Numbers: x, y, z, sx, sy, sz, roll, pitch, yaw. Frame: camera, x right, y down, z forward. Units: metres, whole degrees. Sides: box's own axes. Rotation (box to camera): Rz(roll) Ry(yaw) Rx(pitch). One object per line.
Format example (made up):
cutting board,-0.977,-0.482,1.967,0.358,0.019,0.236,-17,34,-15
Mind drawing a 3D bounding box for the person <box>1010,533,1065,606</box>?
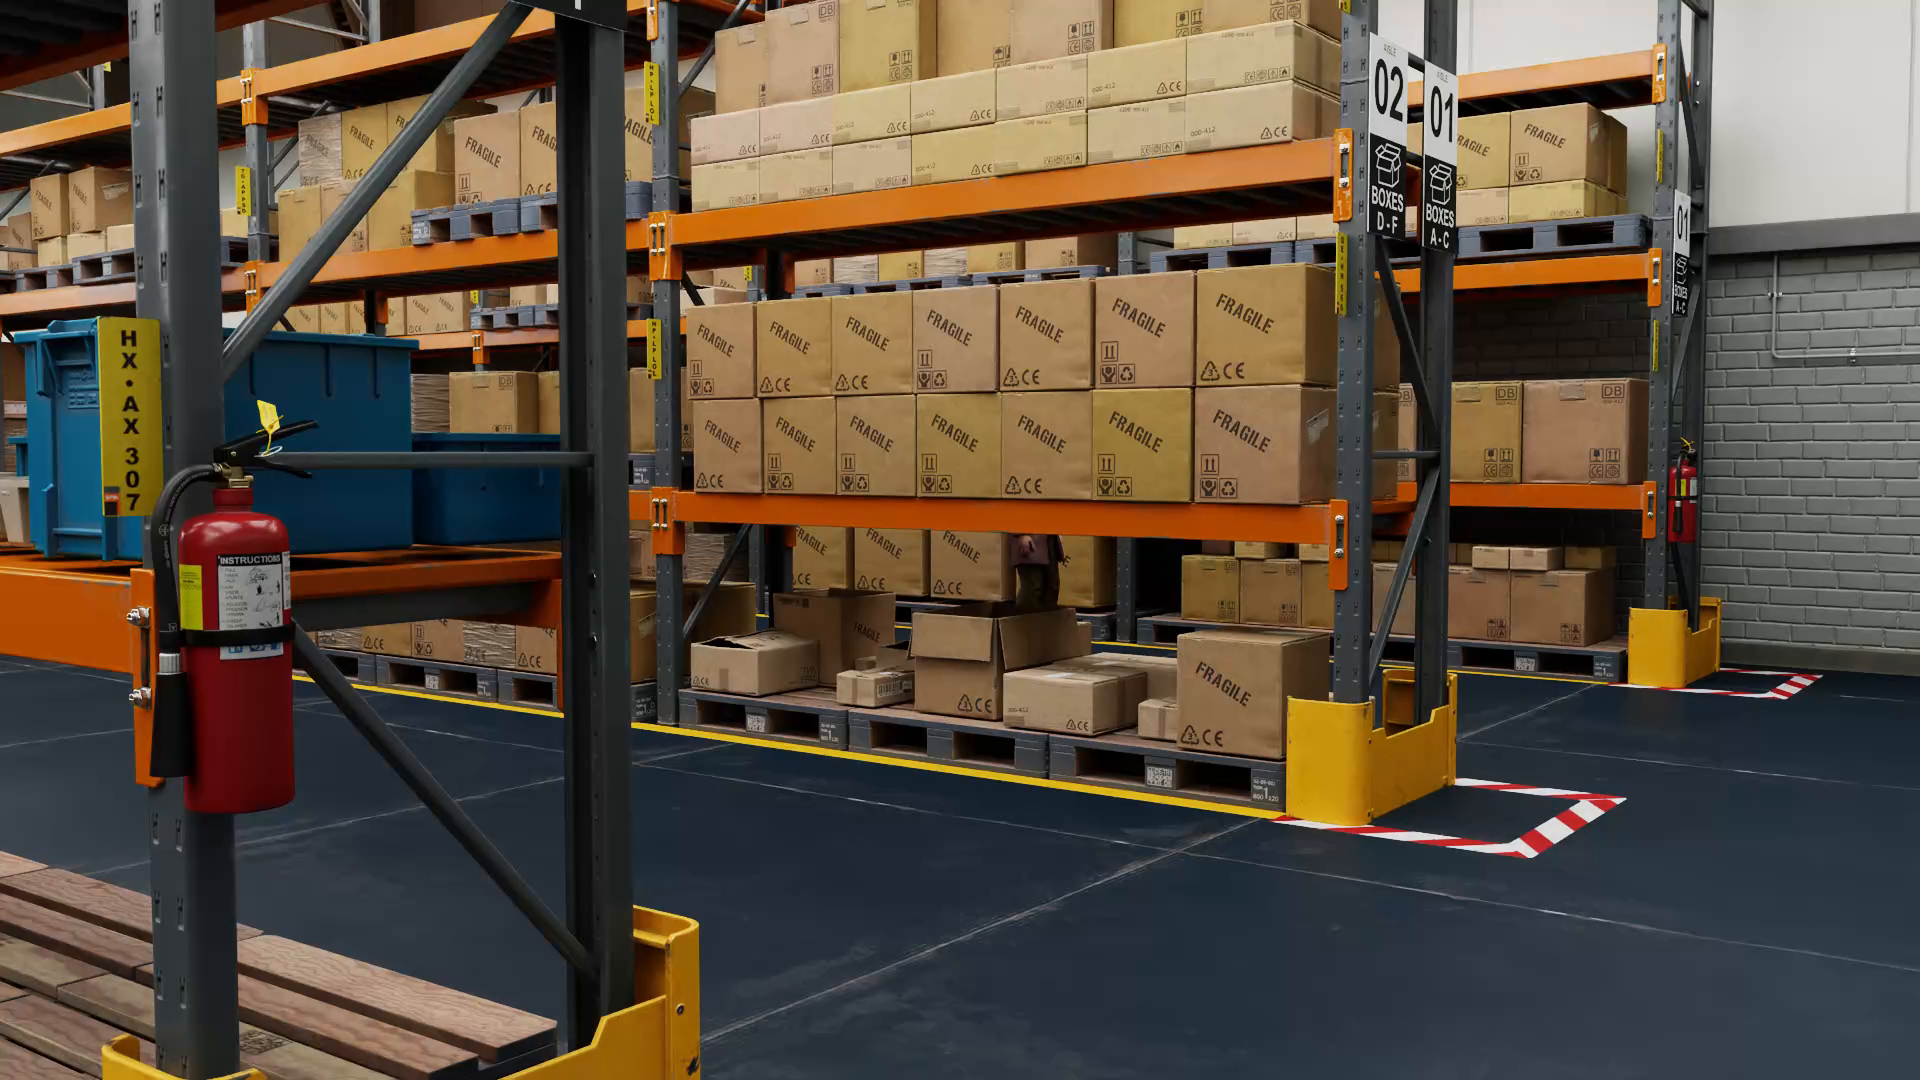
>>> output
person,0.582,-0.028,12.424,0.431,1.773,0.642,2,4,31
